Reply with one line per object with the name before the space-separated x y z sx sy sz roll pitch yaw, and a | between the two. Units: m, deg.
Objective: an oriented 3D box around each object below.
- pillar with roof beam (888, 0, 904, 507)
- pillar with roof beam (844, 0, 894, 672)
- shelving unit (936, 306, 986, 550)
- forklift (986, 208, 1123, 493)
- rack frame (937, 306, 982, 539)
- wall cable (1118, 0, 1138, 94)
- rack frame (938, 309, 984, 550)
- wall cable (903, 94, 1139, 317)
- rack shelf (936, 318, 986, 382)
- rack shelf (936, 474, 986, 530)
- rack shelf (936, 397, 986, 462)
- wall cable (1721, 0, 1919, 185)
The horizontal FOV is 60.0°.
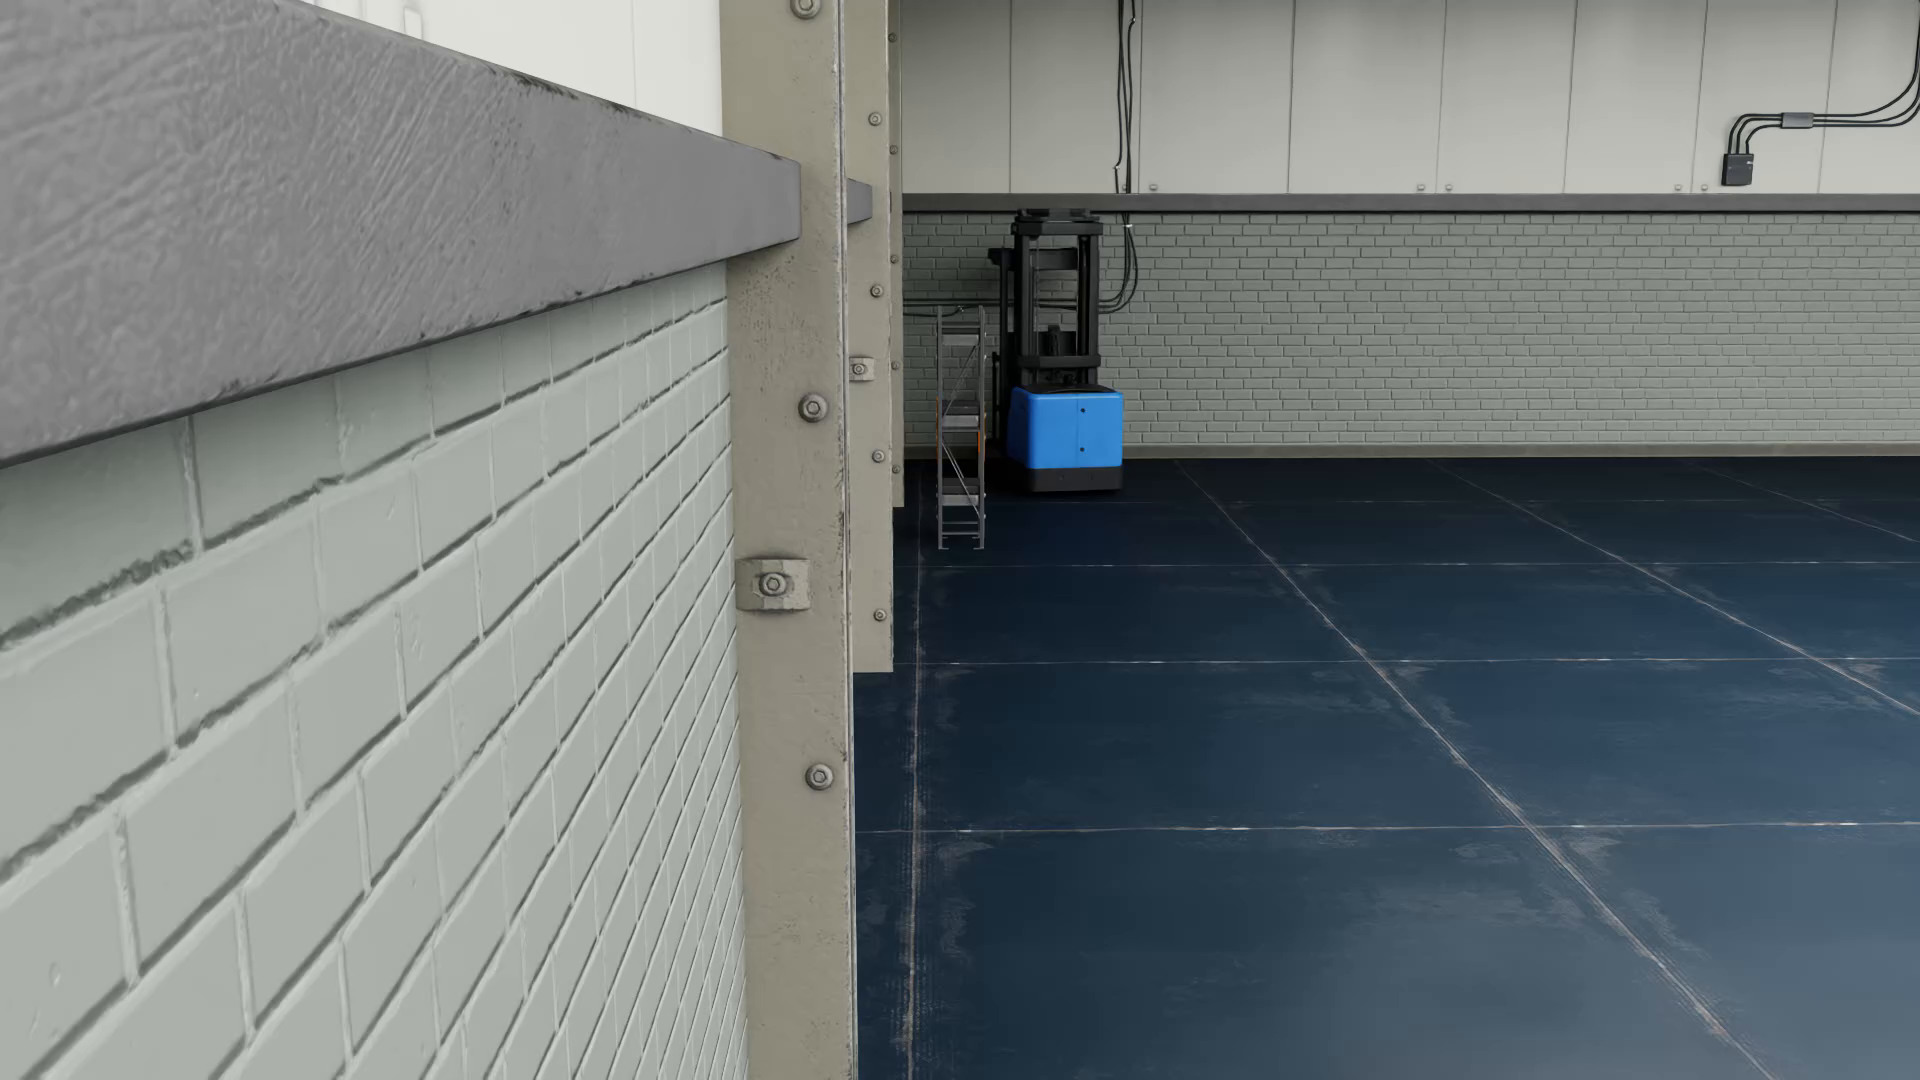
pillar with roof beam | 3.582 -4.800 16.085 9.100 9.000 0.400 0 11 -1
pillar with roof beam | 3.706 -3.607 10.206 9.100 9.000 0.400 0 11 -1
shelving unit | 0.003 -0.996 14.688 0.431 2.100 0.503 0 11 -1
forklift | 0.920 -2.173 18.400 1.130 2.935 3.031 -2 12 -11
rack frame | -0.002 -1.045 14.927 0.400 2.100 0.015 0 11 -1
wall cable | 3.244 -6.338 18.772 3.097 2.526 0.112 0 11 -1
rack frame | 0.009 -0.948 14.449 0.400 2.100 0.015 0 11 -1
wall cable | 0.539 -3.851 19.219 3.097 2.526 0.112 0 11 -1
rack shelf | 0.003 -1.669 14.552 0.431 0.518 0.480 0 11 -1
rack shelf | 0.003 -0.297 14.830 0.431 0.518 0.480 0 11 -1
rack shelf | 0.003 -0.983 14.691 0.431 0.518 0.480 0 11 -1
wall cable | 10.031 -7.076 18.749 2.305 6.003 0.169 0 11 -1
